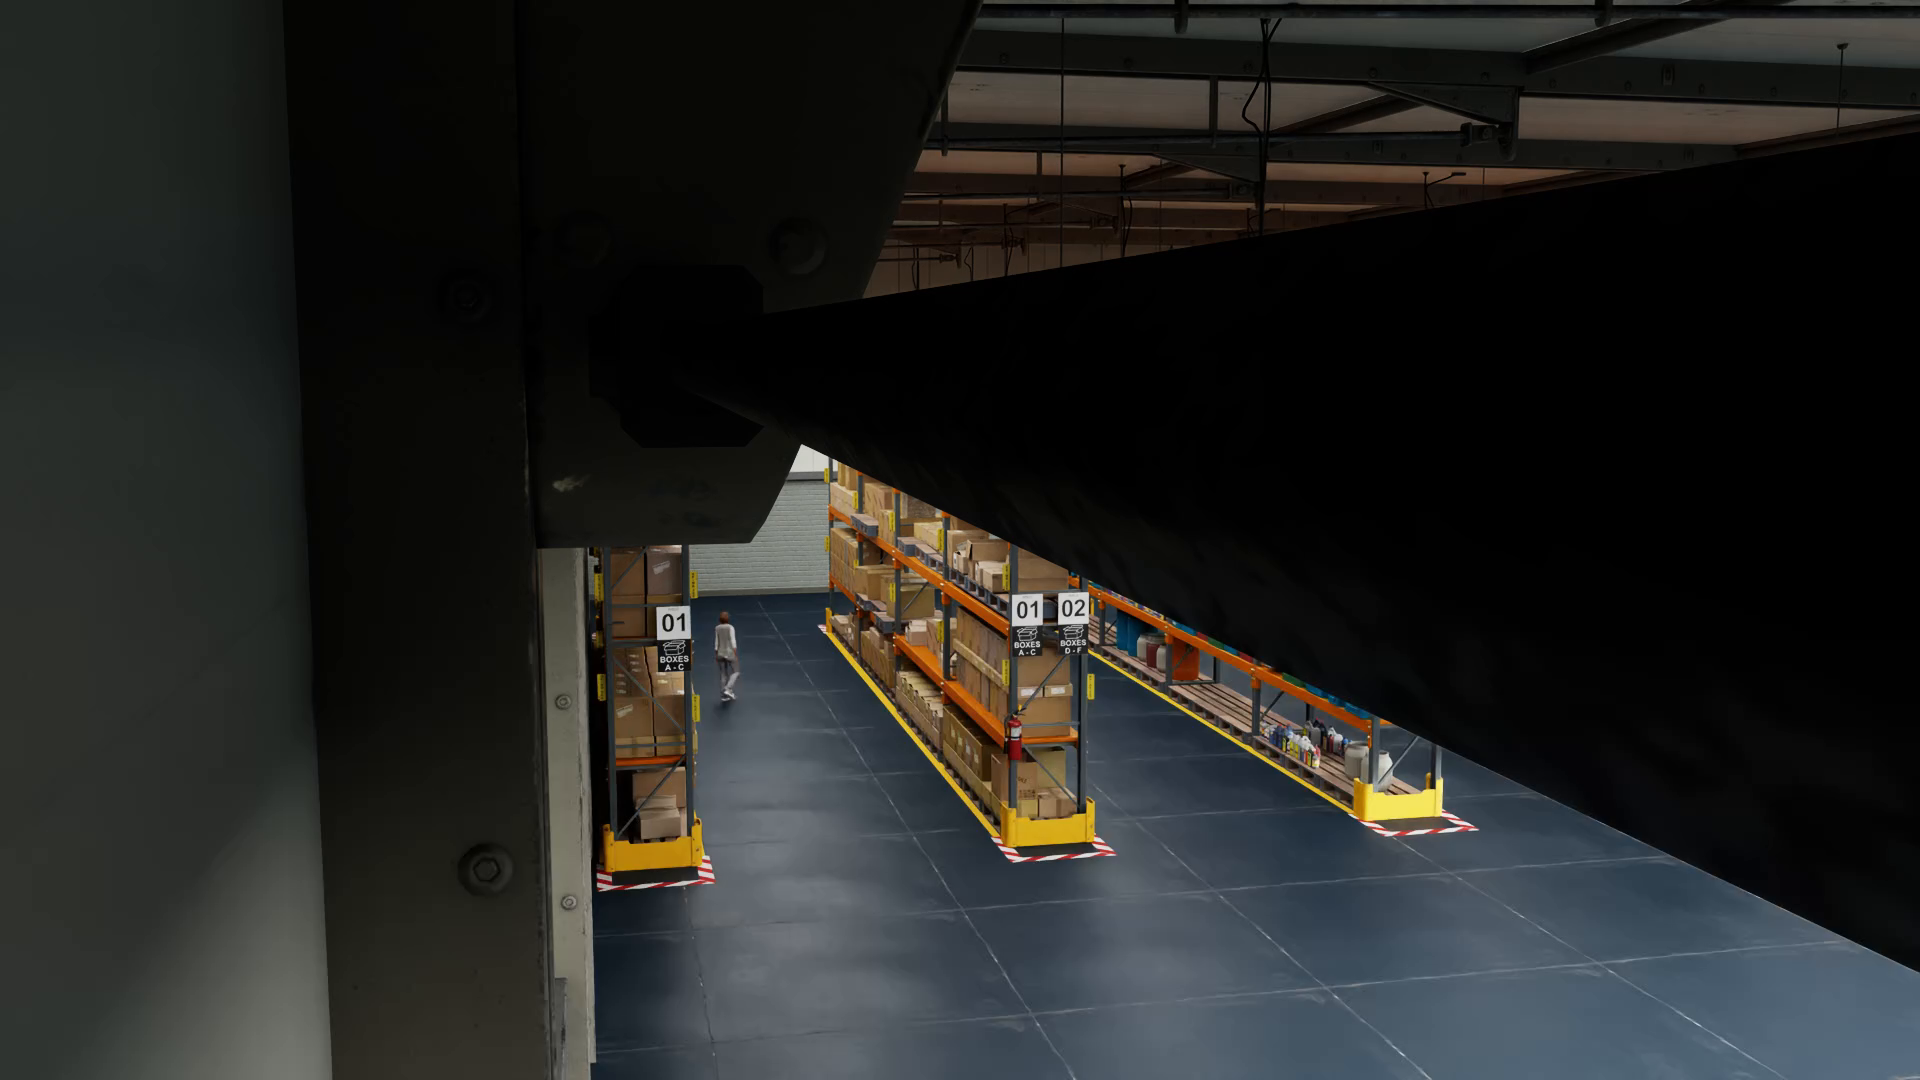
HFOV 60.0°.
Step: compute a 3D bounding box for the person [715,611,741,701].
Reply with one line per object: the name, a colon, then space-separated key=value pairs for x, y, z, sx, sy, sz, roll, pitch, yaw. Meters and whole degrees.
person: x=-4.141 y=2.060 z=29.357 sx=0.453 sy=1.598 sz=0.435 roll=3 pitch=7 yaw=23
